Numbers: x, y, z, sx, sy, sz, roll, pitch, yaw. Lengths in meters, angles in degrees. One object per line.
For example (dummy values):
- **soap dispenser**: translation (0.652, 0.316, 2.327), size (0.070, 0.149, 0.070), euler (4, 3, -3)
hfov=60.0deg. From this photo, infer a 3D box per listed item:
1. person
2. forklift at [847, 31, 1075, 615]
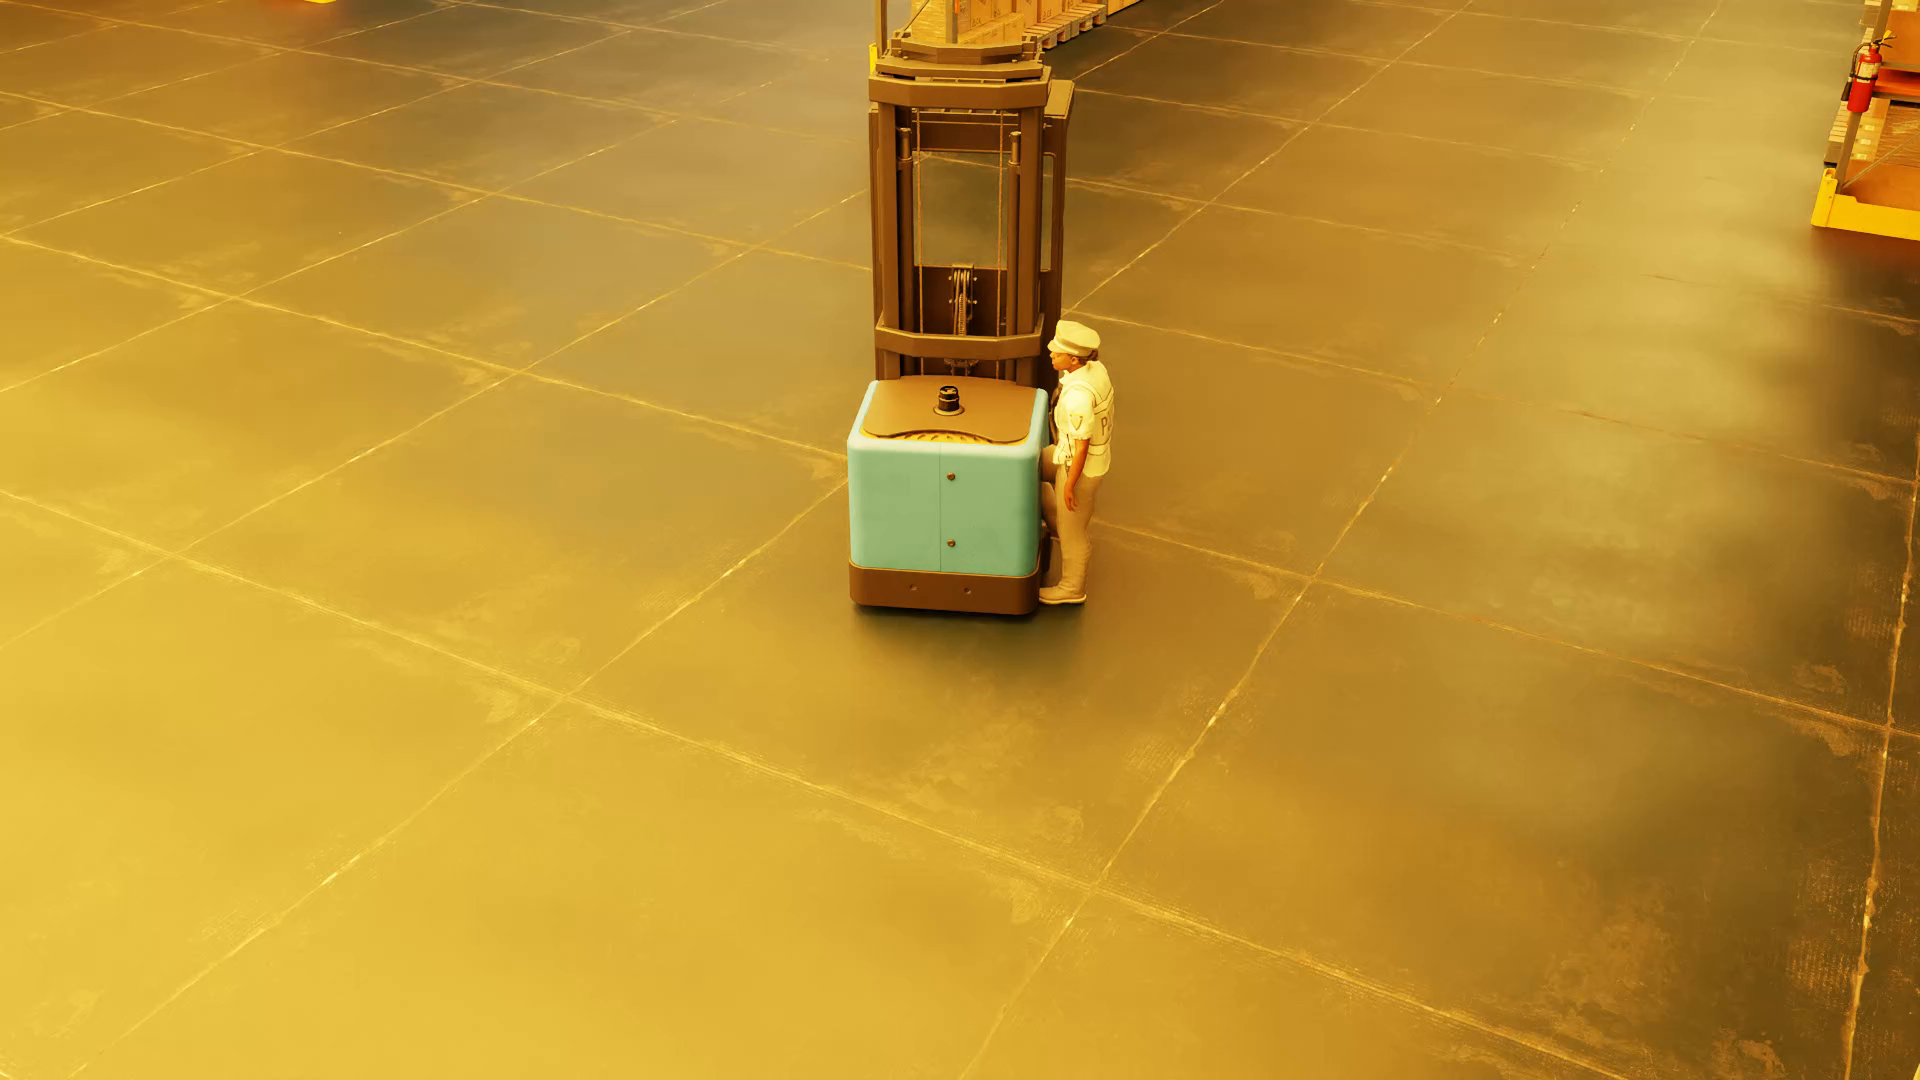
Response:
- **person**: translation (0.535, -0.418, 9.030), size (0.567, 1.682, 0.572), euler (7, 31, 13)
- **forklift**: translation (0.072, -1.572, 9.794), size (1.130, 2.935, 3.031), euler (3, 30, 6)
